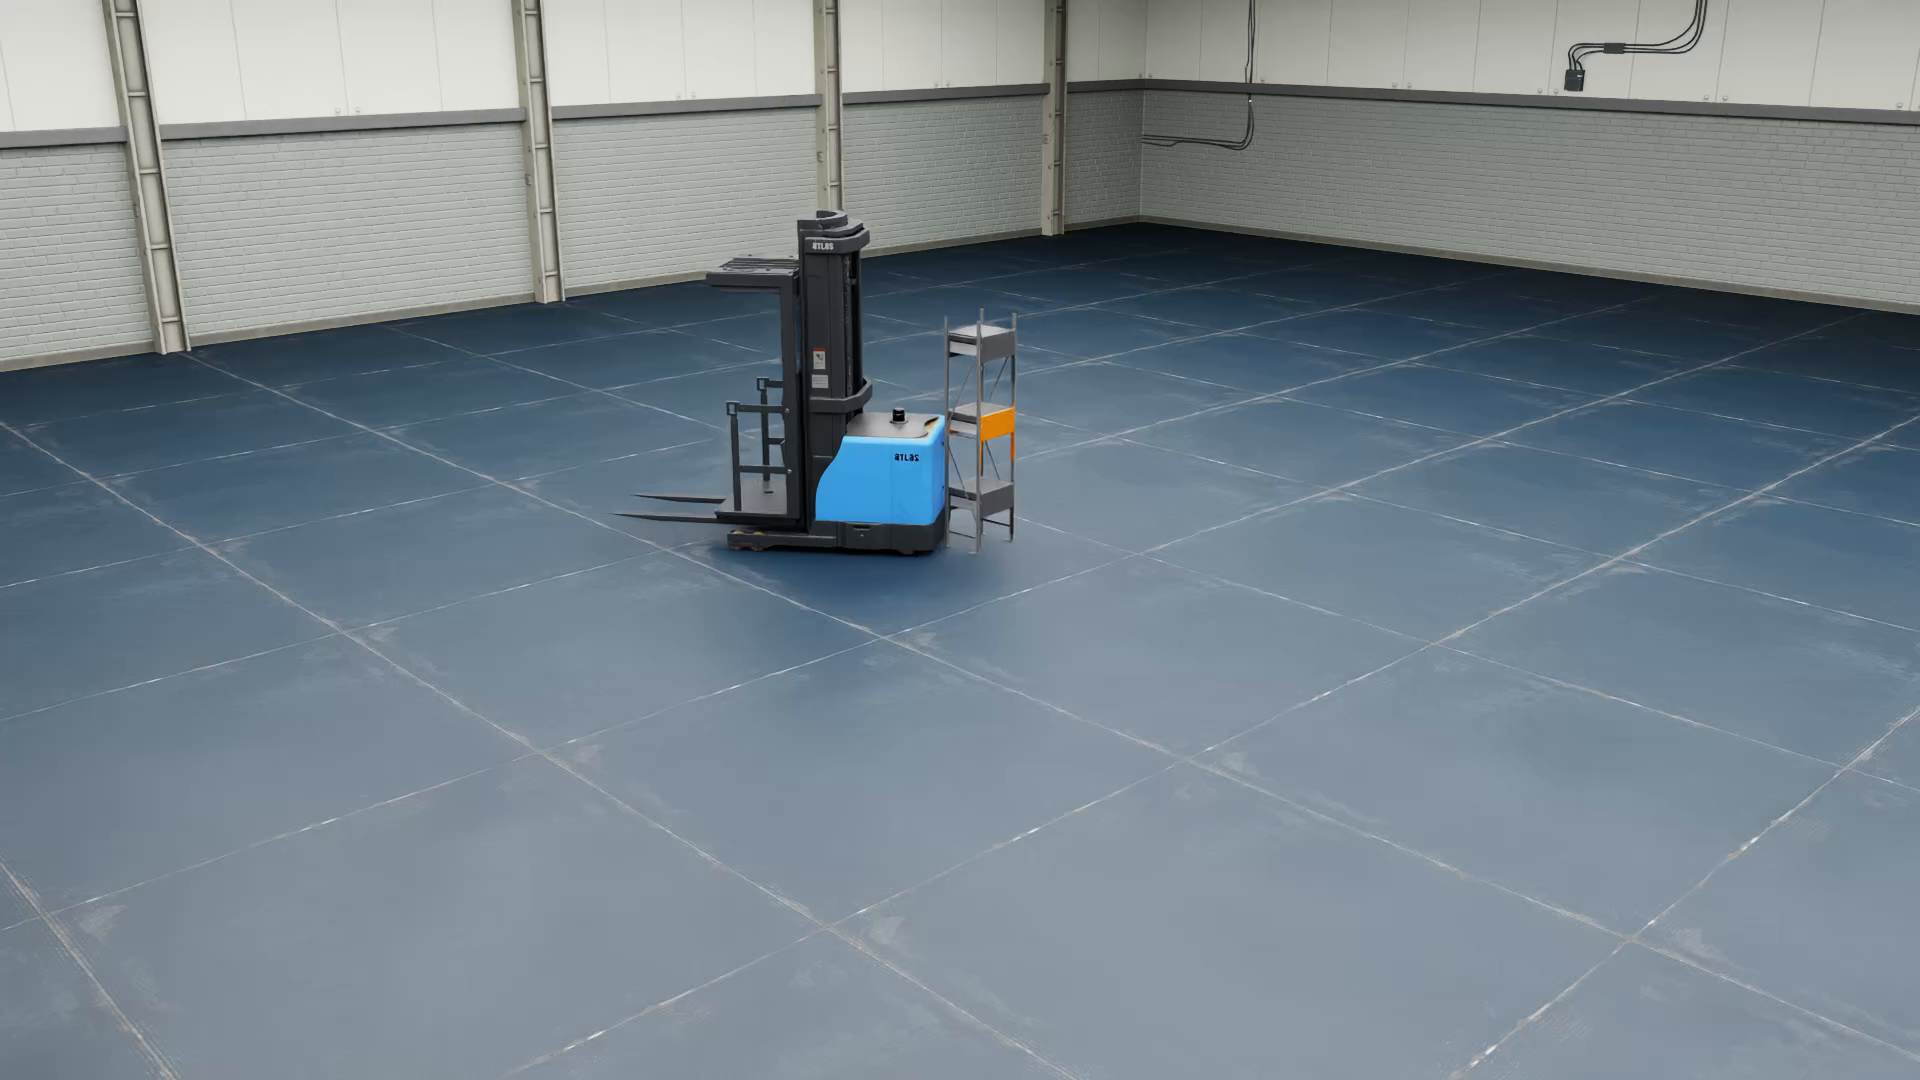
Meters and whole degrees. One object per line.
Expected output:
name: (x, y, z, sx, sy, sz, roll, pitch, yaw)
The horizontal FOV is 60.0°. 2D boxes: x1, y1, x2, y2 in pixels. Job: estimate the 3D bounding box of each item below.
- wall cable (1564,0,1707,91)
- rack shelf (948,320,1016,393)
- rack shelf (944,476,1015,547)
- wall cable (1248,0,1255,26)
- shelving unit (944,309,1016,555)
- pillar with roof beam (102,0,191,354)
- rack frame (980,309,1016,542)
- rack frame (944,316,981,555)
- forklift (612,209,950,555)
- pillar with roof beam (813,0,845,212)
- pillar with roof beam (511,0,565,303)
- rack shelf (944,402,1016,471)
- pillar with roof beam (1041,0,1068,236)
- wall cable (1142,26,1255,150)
wall cable: (11.522, -10.581, 27.781, 0.169, 6.003, 2.305, -16, 24, -41)
rack shelf: (0.178, -1.615, 14.600, 0.431, 0.518, 0.480, 15, 23, 38)
rack shelf: (0.178, -0.283, 15.031, 0.431, 0.518, 0.480, 15, 23, 38)
wall cable: (6.869, -11.413, 32.707, 0.112, 2.526, 3.097, -16, 24, -41)
shelving unit: (0.178, -0.962, 14.811, 0.431, 2.100, 0.503, 15, 23, 38)
pillar with roof beam: (-8.160, -5.987, 19.126, 0.400, 9.000, 9.100, -16, 24, -41)
rack frame: (0.335, -1.019, 14.989, 0.400, 2.100, 0.015, 15, 23, 38)
rack frame: (0.021, -0.904, 14.634, 0.400, 2.100, 0.015, 15, 23, 38)
forklift: (-1.652, -1.456, 14.987, 3.031, 2.935, 1.130, 3, 18, 8)
pillar with roof beam: (0.560, -8.530, 26.969, 0.400, 9.000, 9.100, -16, 24, -41)
pillar with roof beam: (-3.800, -7.259, 23.048, 0.400, 9.000, 9.100, -16, 24, -41)
rack shelf: (0.178, -0.949, 14.816, 0.431, 0.518, 0.480, 15, 23, 38)
pillar with roof beam: (4.919, -9.802, 30.890, 0.400, 9.000, 9.100, -16, 24, -41)
wall cable: (5.011, -9.617, 35.356, 0.112, 2.526, 3.097, -16, 24, -41)
